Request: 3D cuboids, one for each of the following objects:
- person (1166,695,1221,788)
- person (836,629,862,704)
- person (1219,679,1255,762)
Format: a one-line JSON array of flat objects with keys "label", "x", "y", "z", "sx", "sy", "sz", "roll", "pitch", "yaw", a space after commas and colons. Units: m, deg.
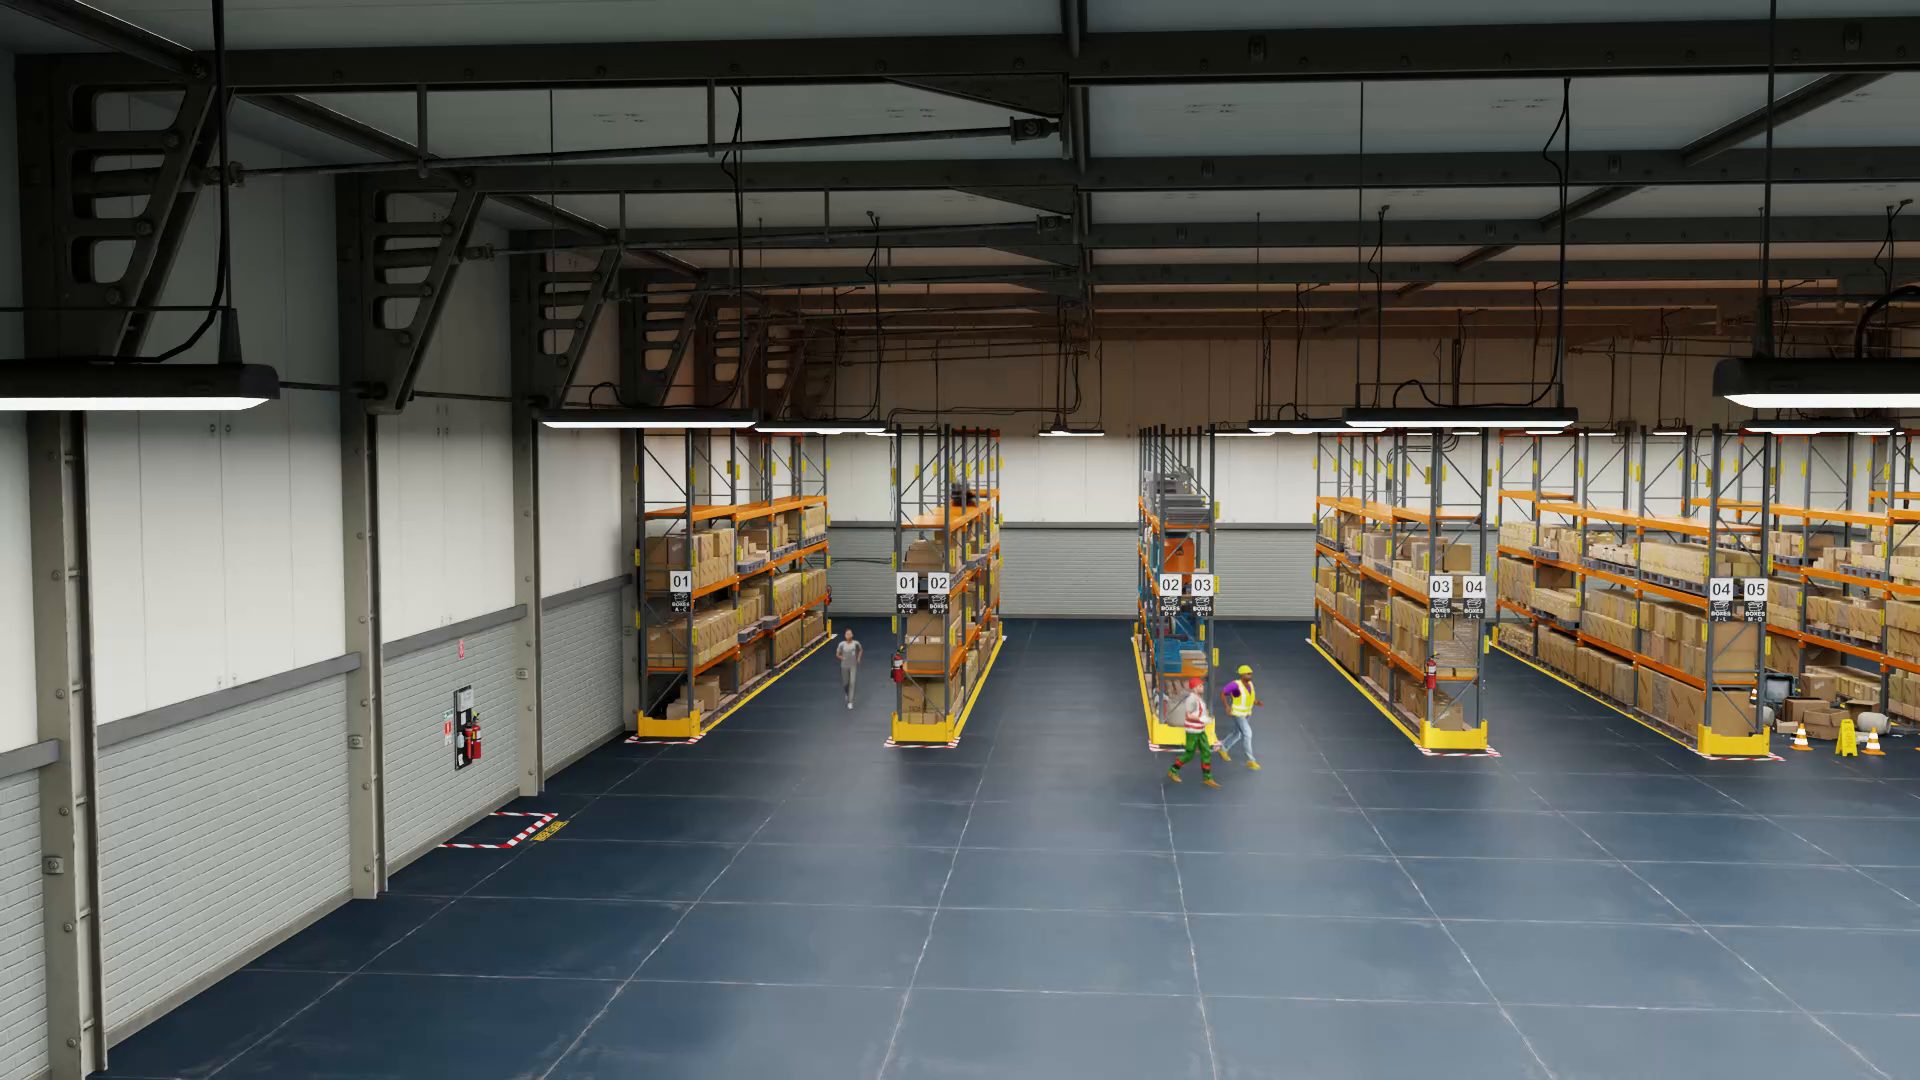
[{"label": "person", "x": 3.836, "y": 3.291, "z": 27.324, "sx": 0.918, "sy": 1.537, "sz": 0.611, "roll": 2, "pitch": 4, "yaw": 29}, {"label": "person", "x": -2.366, "y": 2.678, "z": 35.531, "sx": 0.568, "sy": 1.578, "sz": 0.770, "roll": 0, "pitch": 3, "yaw": -5}, {"label": "person", "x": 4.848, "y": 3.130, "z": 29.099, "sx": 0.809, "sy": 1.424, "sz": 0.441, "roll": 3, "pitch": 5, "yaw": 41}]
